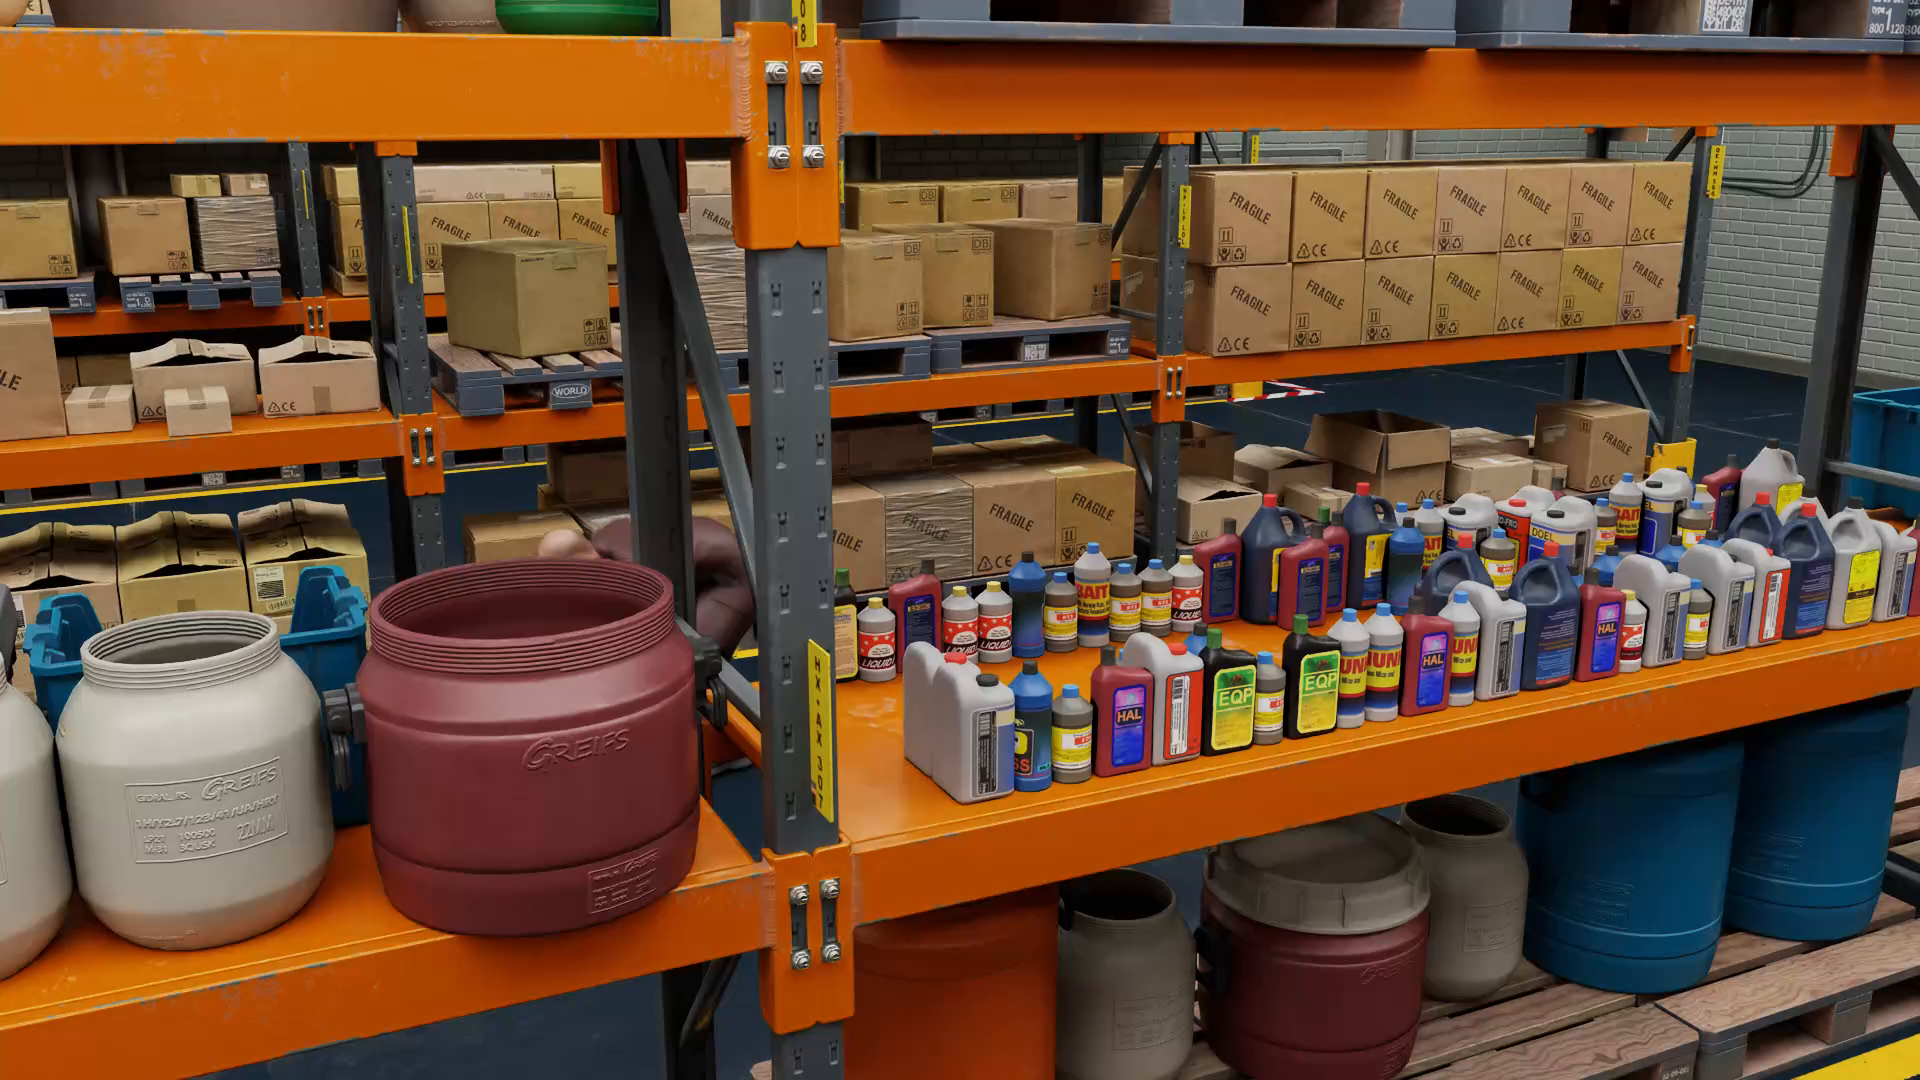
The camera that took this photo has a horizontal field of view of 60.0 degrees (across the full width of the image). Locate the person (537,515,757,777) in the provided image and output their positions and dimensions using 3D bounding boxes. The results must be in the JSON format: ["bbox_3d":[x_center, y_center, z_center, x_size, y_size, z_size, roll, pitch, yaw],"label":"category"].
[{"bbox_3d":[-1.231,0.435,6.789,0.942,1.069,0.590,-8,17,-28],"label":"person"}]
